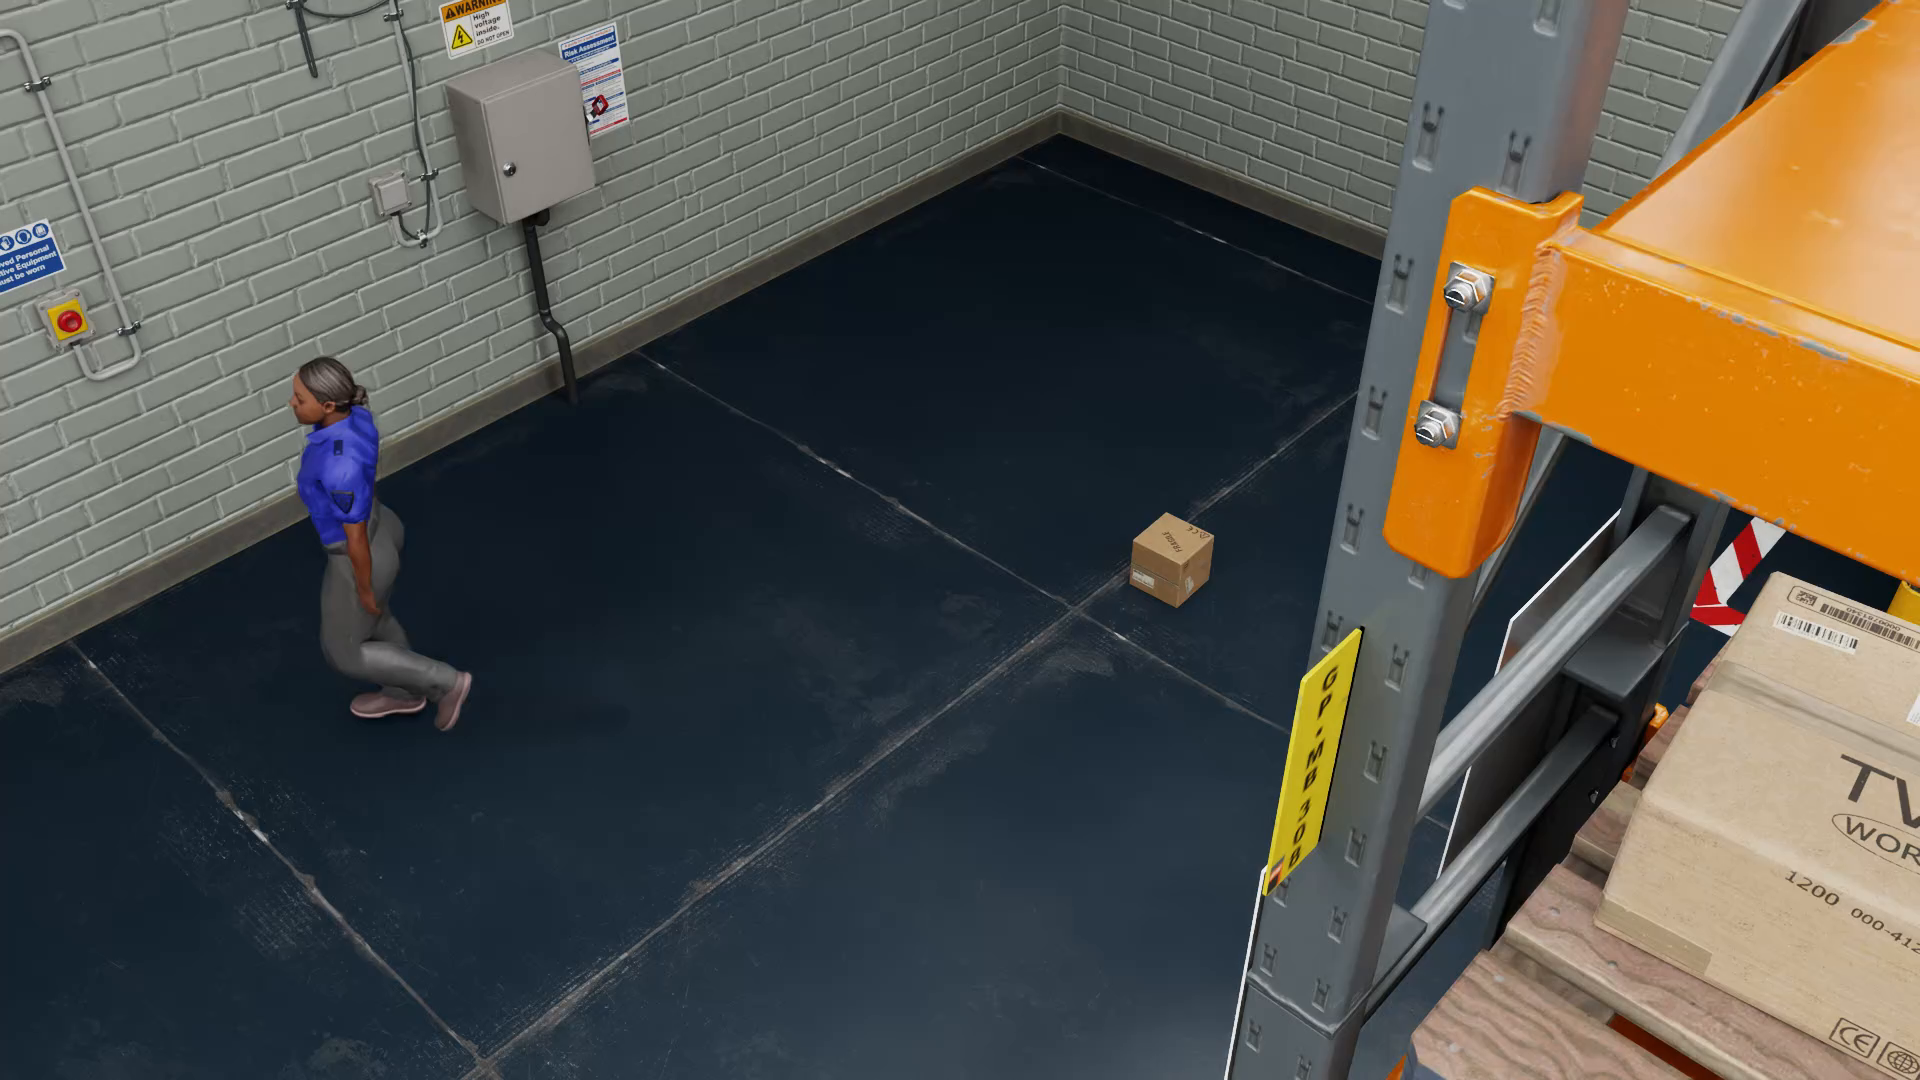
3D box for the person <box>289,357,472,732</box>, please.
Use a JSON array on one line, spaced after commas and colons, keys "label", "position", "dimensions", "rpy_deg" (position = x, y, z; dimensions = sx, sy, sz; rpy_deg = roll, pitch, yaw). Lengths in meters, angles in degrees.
[{"label": "person", "position": [-2.146, 0.051, 6.065], "dimensions": [0.525, 1.642, 0.446], "rpy_deg": [-6, 40, -7]}]
